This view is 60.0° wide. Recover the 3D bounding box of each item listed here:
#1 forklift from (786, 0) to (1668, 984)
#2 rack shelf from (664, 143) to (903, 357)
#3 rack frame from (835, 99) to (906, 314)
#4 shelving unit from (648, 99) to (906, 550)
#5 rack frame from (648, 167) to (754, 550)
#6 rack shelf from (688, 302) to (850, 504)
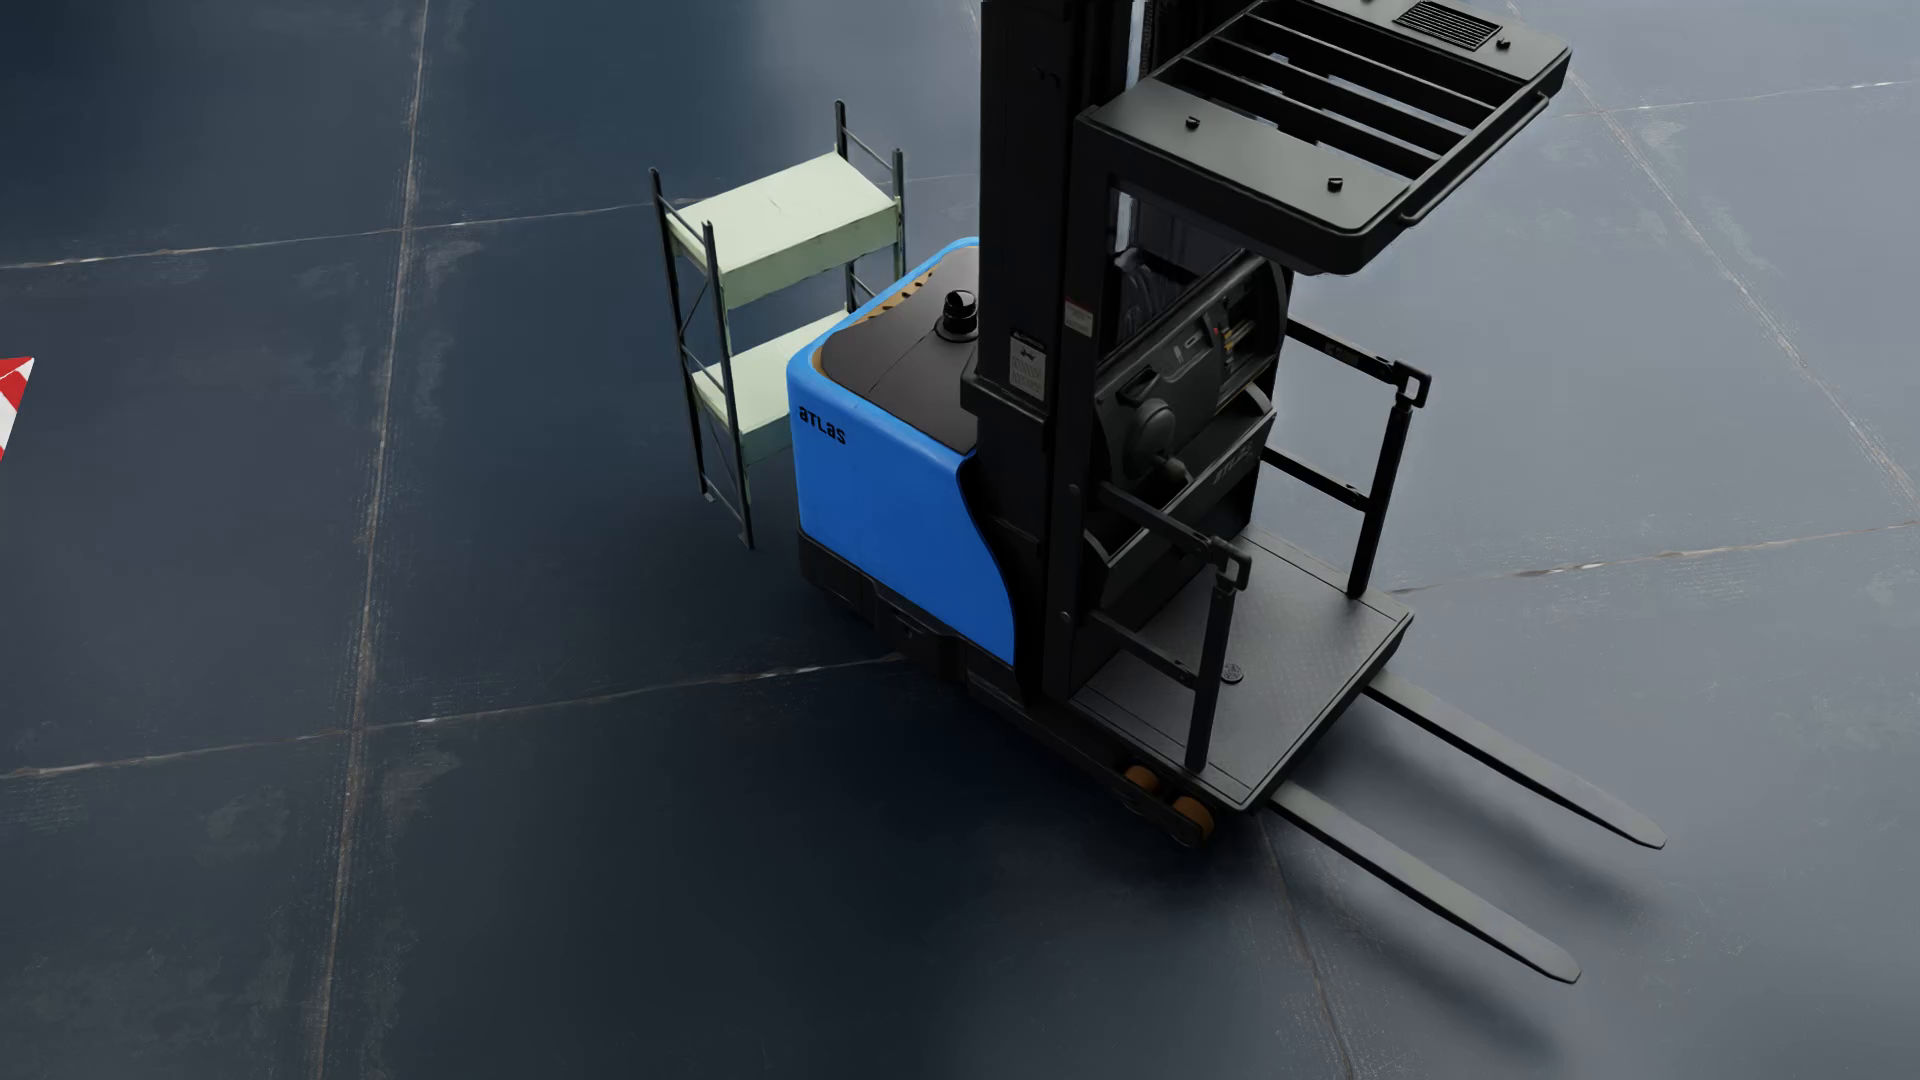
[{"bbox_3d":[0.854,-0.447,4.829,3.031,2.935,1.130,31,54,27],"label":"forklift"},{"bbox_3d":[-0.617,-1.027,5.840,0.720,0.370,0.431,-27,52,-23],"label":"rack shelf"},{"bbox_3d":[-0.317,-0.908,6.267,0.023,1.500,0.400,-27,52,-23],"label":"rack frame"},{"bbox_3d":[-0.617,-0.756,6.121,0.755,1.500,0.431,-27,52,-23],"label":"shelving unit"},{"bbox_3d":[-0.916,-0.605,5.975,0.023,1.500,0.400,-27,52,-23],"label":"rack frame"},{"bbox_3d":[-0.617,-0.530,6.356,0.720,0.370,0.431,-27,52,-23],"label":"rack shelf"}]
